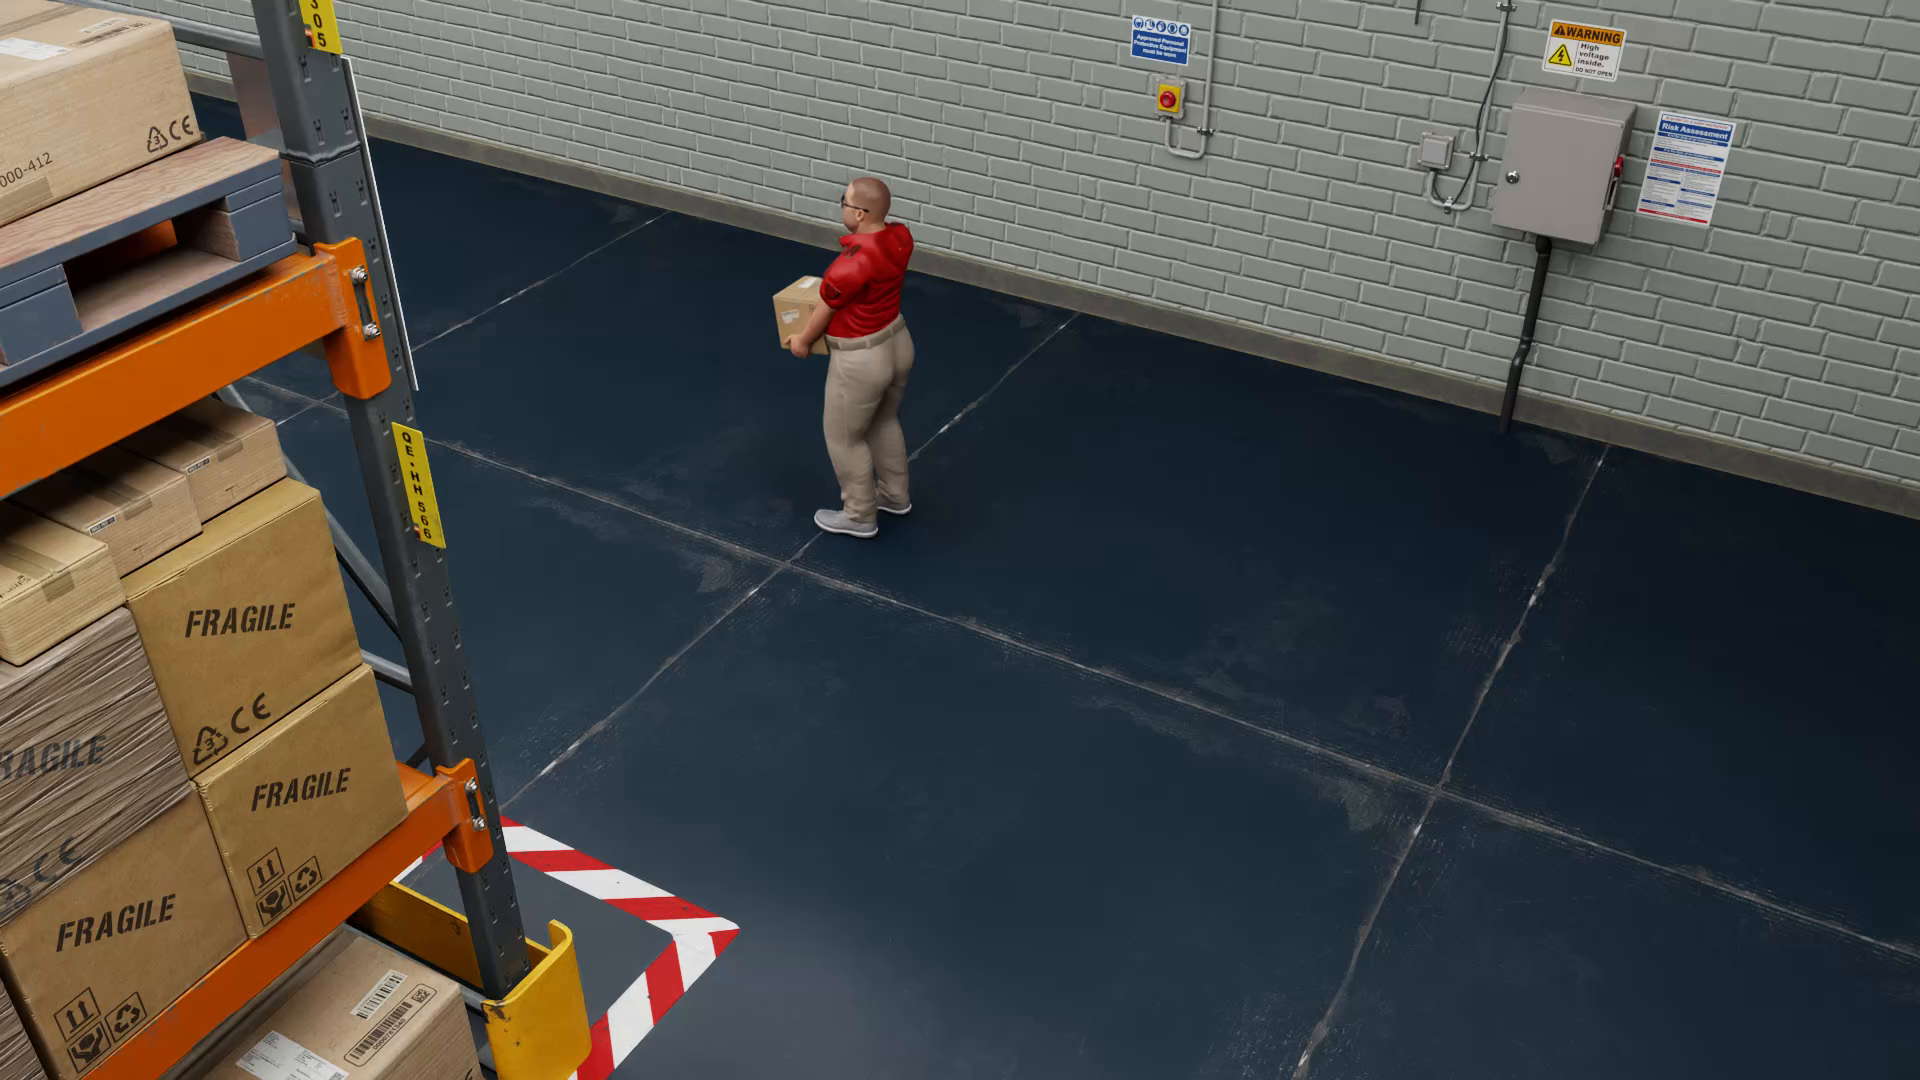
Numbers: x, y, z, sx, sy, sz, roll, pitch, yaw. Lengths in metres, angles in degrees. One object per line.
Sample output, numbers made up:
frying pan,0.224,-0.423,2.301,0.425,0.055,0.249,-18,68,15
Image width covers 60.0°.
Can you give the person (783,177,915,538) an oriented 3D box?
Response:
person,-0.494,-0.816,7.381,0.532,1.721,0.493,18,38,25
